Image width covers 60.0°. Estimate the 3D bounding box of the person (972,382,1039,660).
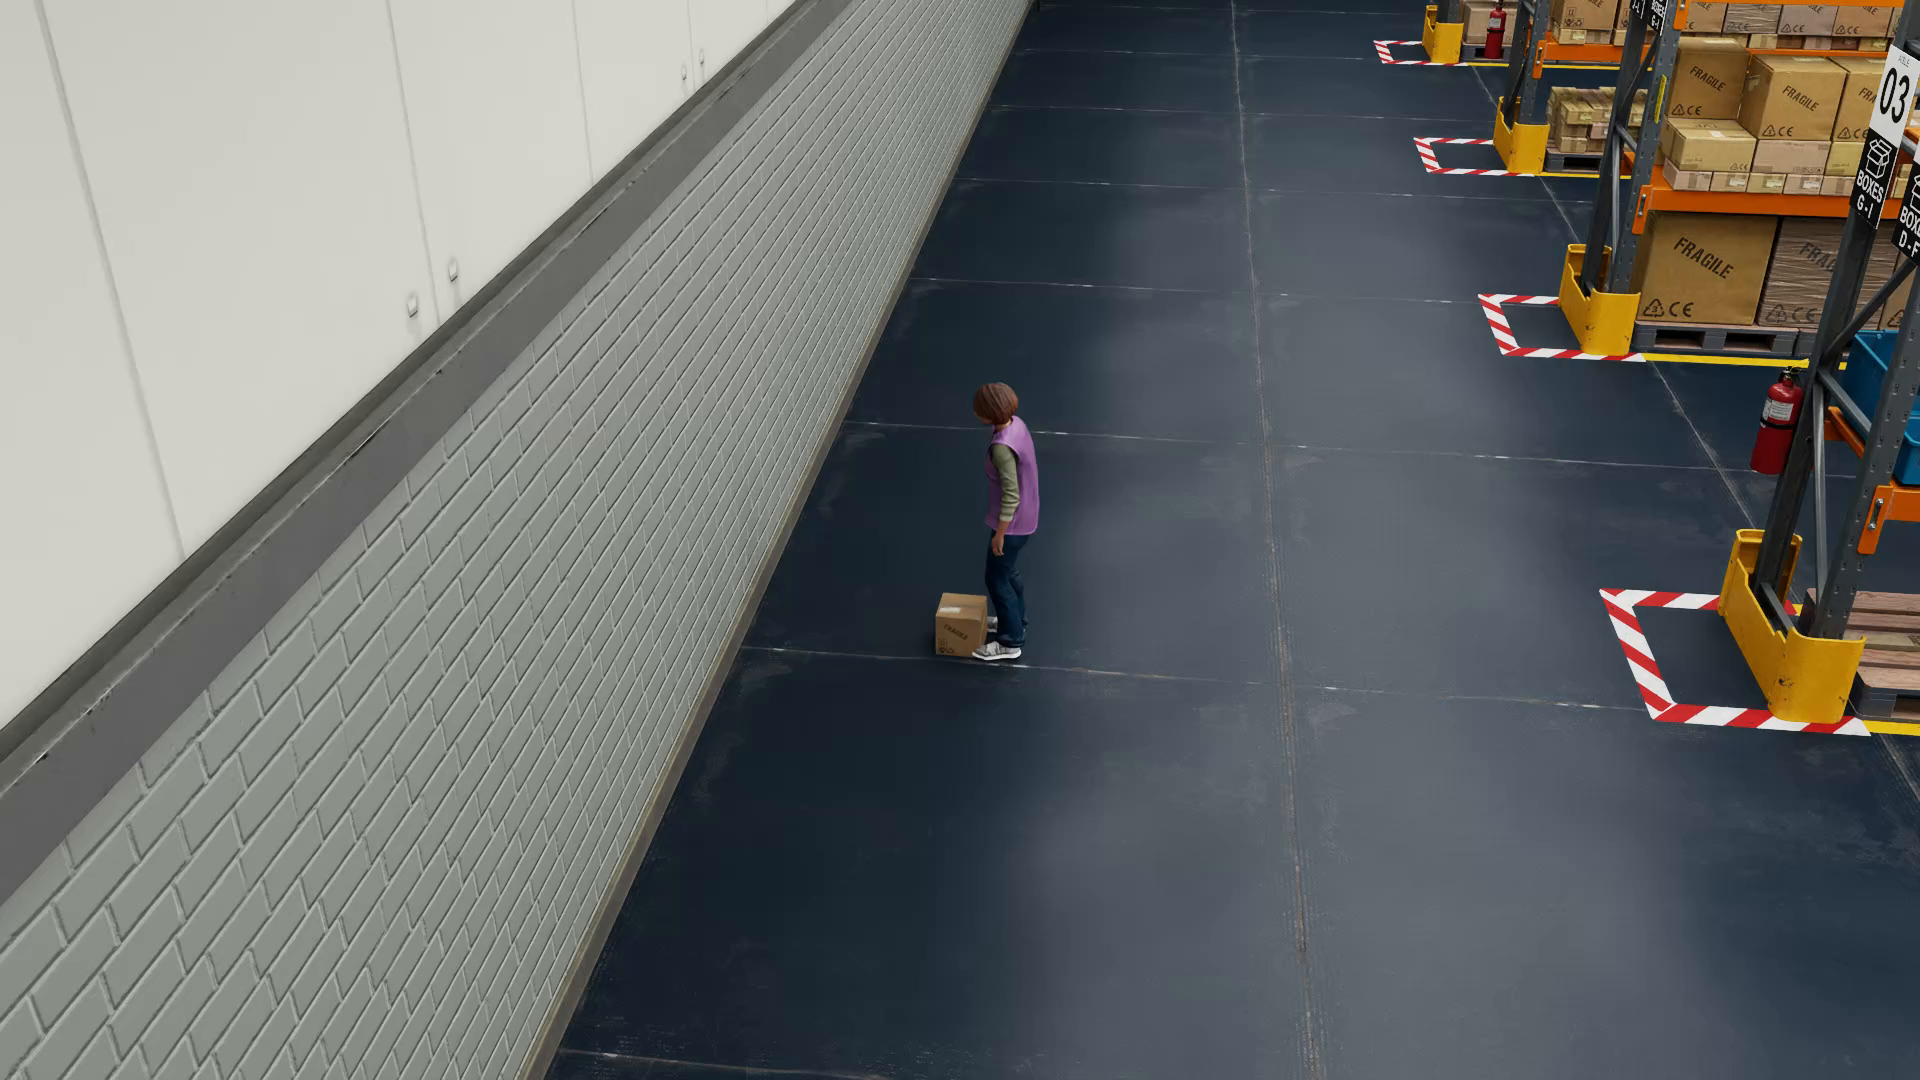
[{"bbox_3d":[0.244,-0.102,8.823,0.346,1.592,0.474,4,29,7],"label":"person"}]
